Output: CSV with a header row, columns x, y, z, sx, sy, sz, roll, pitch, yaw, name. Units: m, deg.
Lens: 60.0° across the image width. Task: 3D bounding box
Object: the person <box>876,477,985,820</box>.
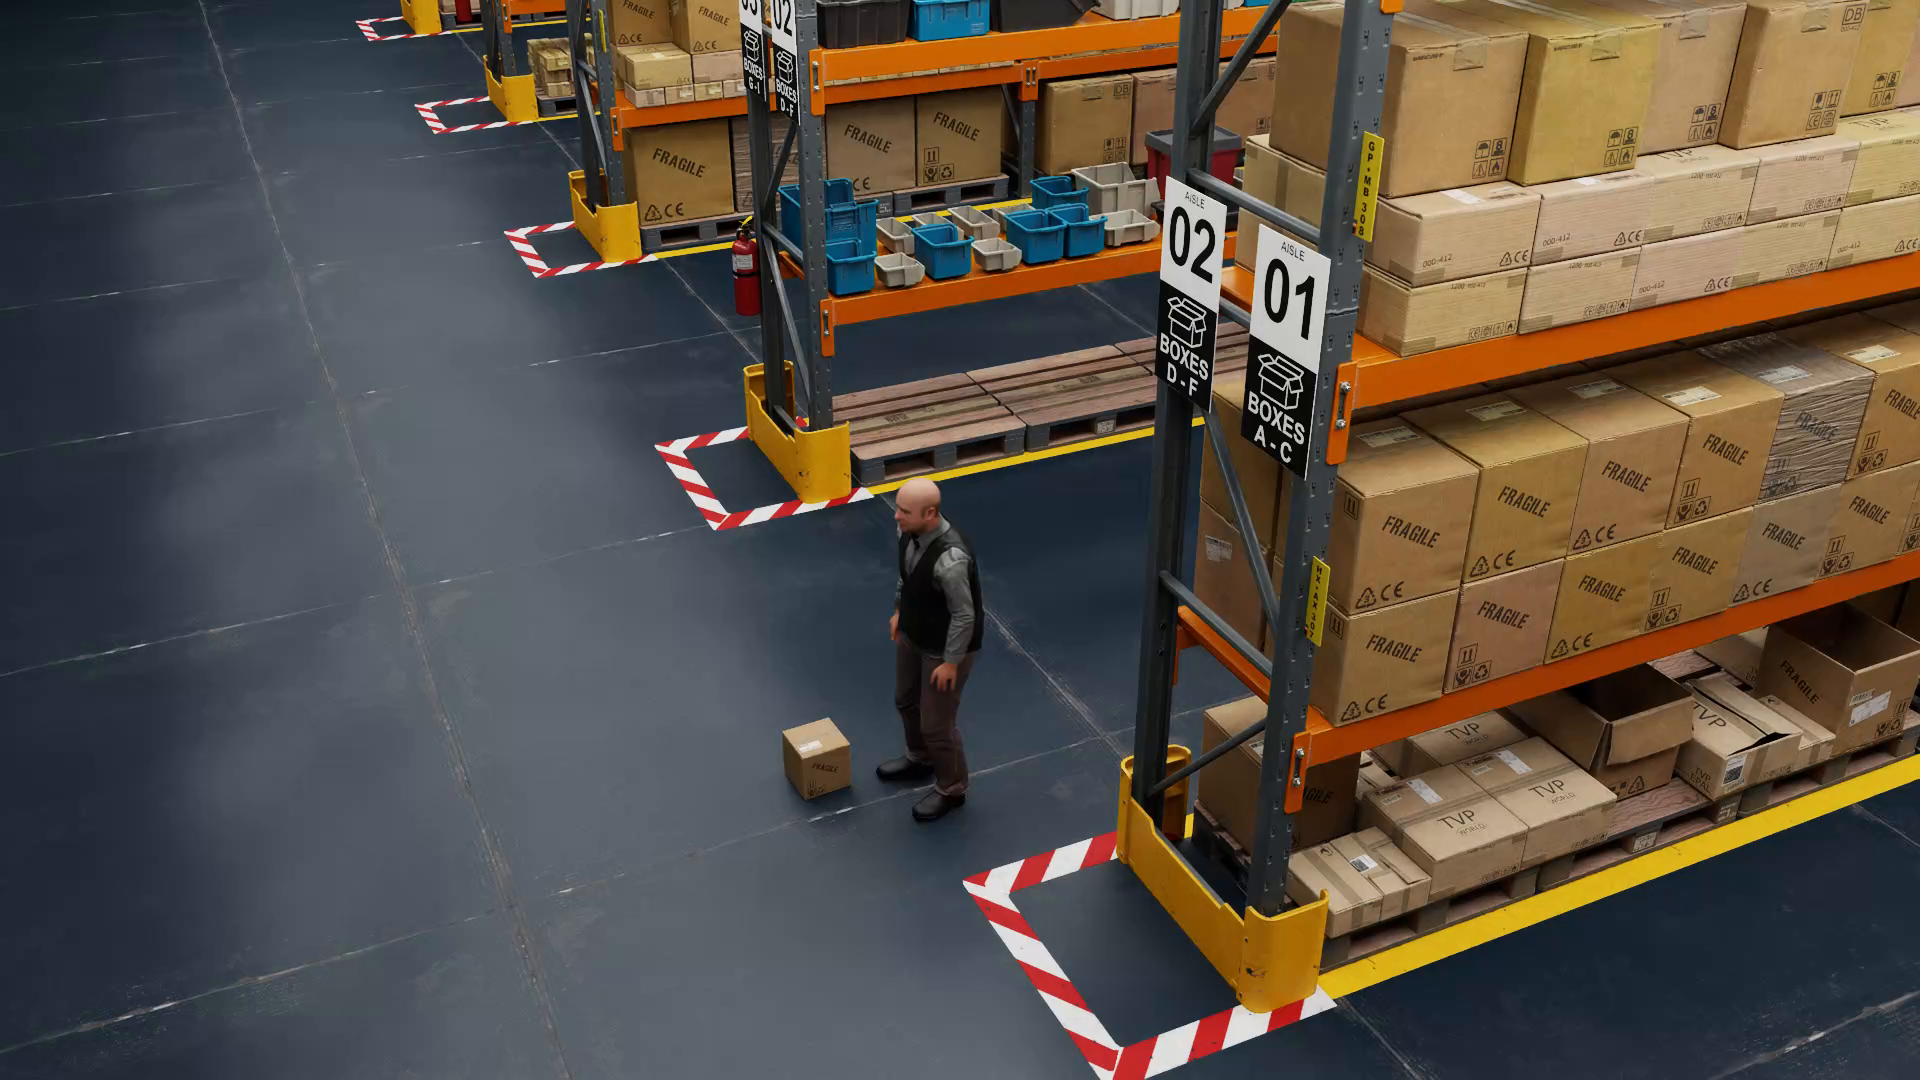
x,y,z,sx,sy,sz,roll,pitch,yaw,name
-0.116,0.466,7.645,0.419,1.722,0.580,-14,32,-24,person
